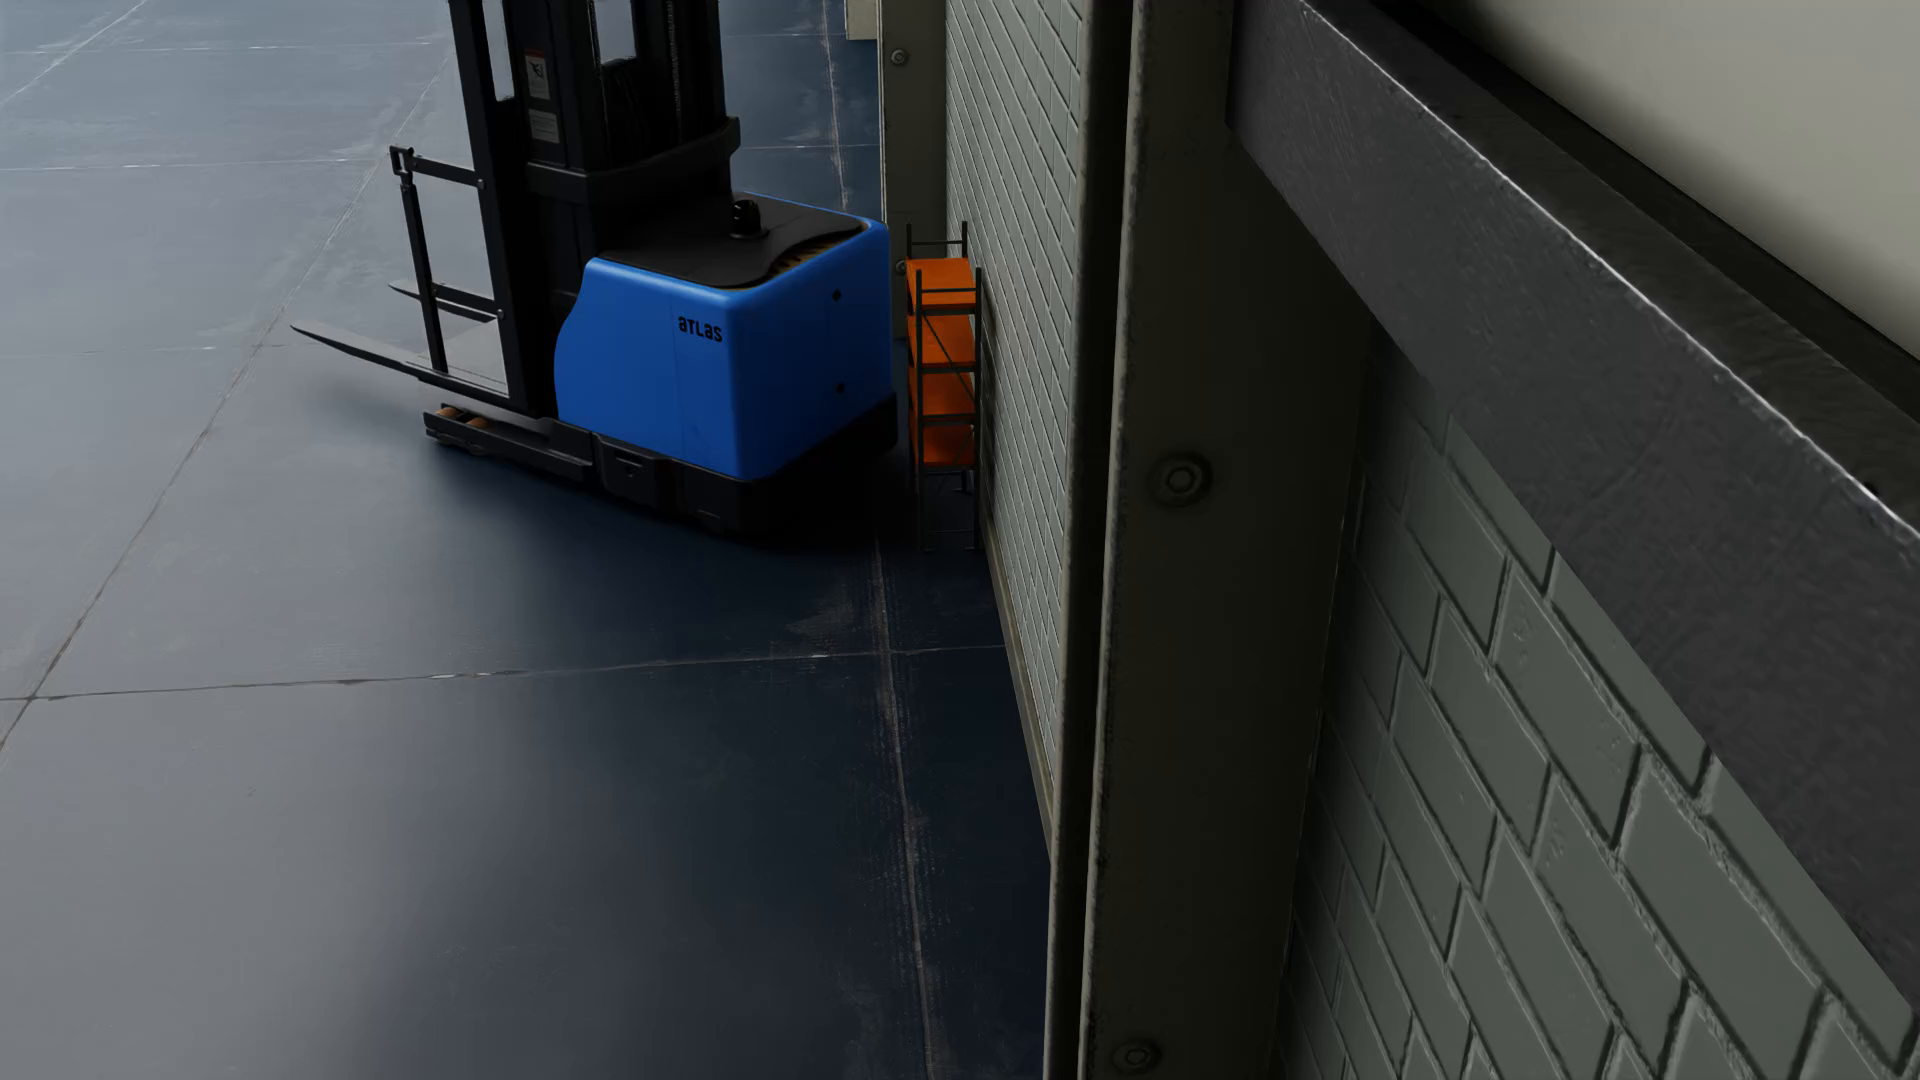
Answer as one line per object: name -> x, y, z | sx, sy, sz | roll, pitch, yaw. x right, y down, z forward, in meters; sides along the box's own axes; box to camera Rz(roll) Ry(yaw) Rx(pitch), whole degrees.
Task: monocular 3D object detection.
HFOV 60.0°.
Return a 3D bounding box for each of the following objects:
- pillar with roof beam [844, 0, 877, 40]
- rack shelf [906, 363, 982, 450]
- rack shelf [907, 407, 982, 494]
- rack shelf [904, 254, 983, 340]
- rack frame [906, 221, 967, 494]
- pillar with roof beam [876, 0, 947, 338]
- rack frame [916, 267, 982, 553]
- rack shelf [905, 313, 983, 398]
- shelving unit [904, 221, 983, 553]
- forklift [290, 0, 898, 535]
pillar with roof beam -> -5.076, -7.858, 11.130 | 9.100, 9.000, 0.400 | -3, 31, -5
rack shelf -> -0.068, -0.540, 6.615 | 0.258, 0.148, 0.480 | -3, 31, -5
rack shelf -> -0.068, -0.370, 6.717 | 0.258, 0.148, 0.480 | -3, 31, -5
rack shelf -> -0.067, -0.936, 6.380 | 0.258, 0.148, 0.480 | -3, 31, -5
rack frame -> -0.092, -0.723, 6.789 | 0.240, 1.200, 0.015 | -3, 31, -5
pillar with roof beam -> -4.515, -4.794, 6.001 | 9.100, 9.000, 0.400 | -3, 31, -5
rack frame -> -0.043, -0.474, 6.373 | 0.240, 1.200, 0.015 | -3, 31, -5
rack shelf -> -0.067, -0.733, 6.501 | 0.258, 0.148, 0.480 | -3, 31, -5
shelving unit -> -0.067, -0.598, 6.581 | 0.258, 1.200, 0.503 | -3, 31, -5
forklift -> -1.794, -1.840, 6.973 | 3.031, 2.935, 1.130 | 18, 35, 27
